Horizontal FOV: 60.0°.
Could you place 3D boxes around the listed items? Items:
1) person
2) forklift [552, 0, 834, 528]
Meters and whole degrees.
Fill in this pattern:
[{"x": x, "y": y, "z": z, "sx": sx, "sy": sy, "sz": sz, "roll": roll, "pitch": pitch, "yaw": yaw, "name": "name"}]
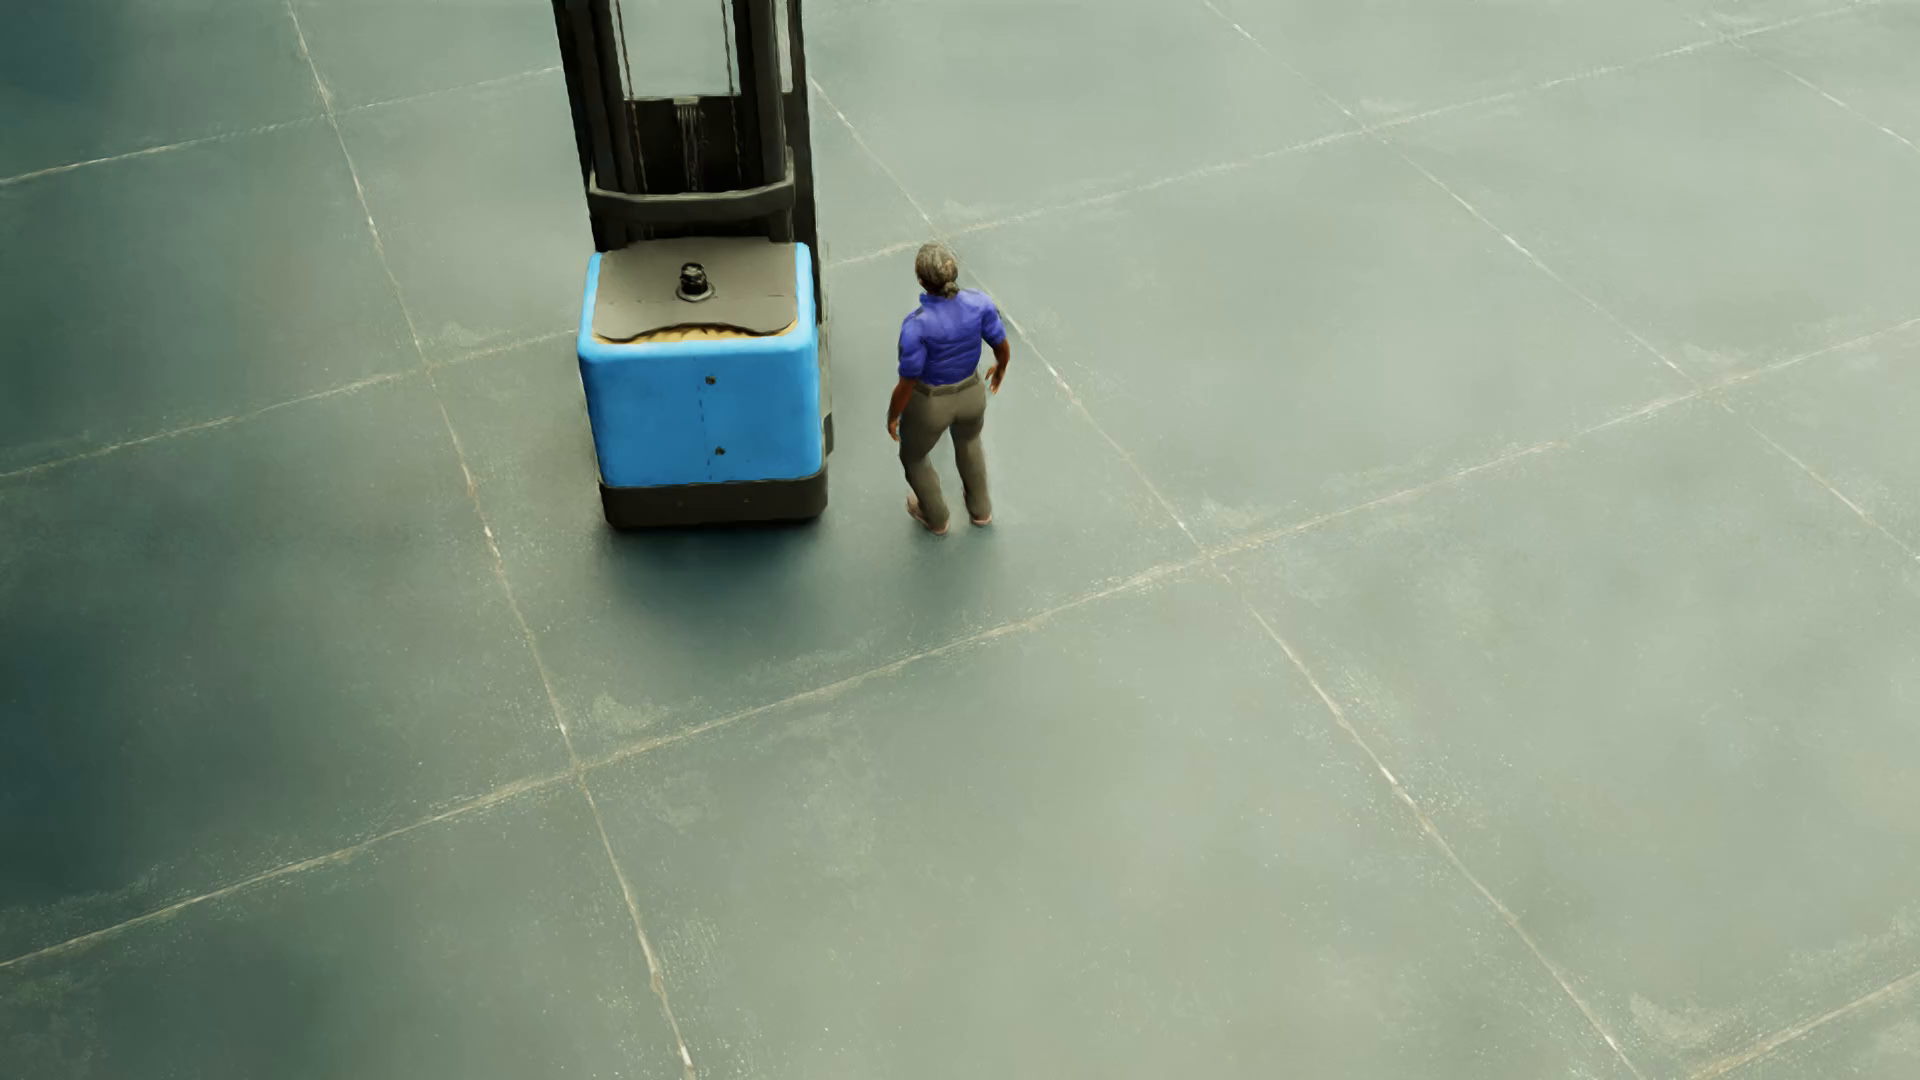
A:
[{"x": -0.092, "y": -0.666, "z": 7.351, "sx": 0.614, "sy": 1.634, "sz": 0.470, "roll": -20, "pitch": 47, "yaw": -20, "name": "person"}, {"x": -1.272, "y": -2.130, "z": 7.963, "sx": 1.130, "sy": 2.935, "sz": 3.031, "roll": -3, "pitch": 43, "yaw": -4, "name": "forklift"}]
